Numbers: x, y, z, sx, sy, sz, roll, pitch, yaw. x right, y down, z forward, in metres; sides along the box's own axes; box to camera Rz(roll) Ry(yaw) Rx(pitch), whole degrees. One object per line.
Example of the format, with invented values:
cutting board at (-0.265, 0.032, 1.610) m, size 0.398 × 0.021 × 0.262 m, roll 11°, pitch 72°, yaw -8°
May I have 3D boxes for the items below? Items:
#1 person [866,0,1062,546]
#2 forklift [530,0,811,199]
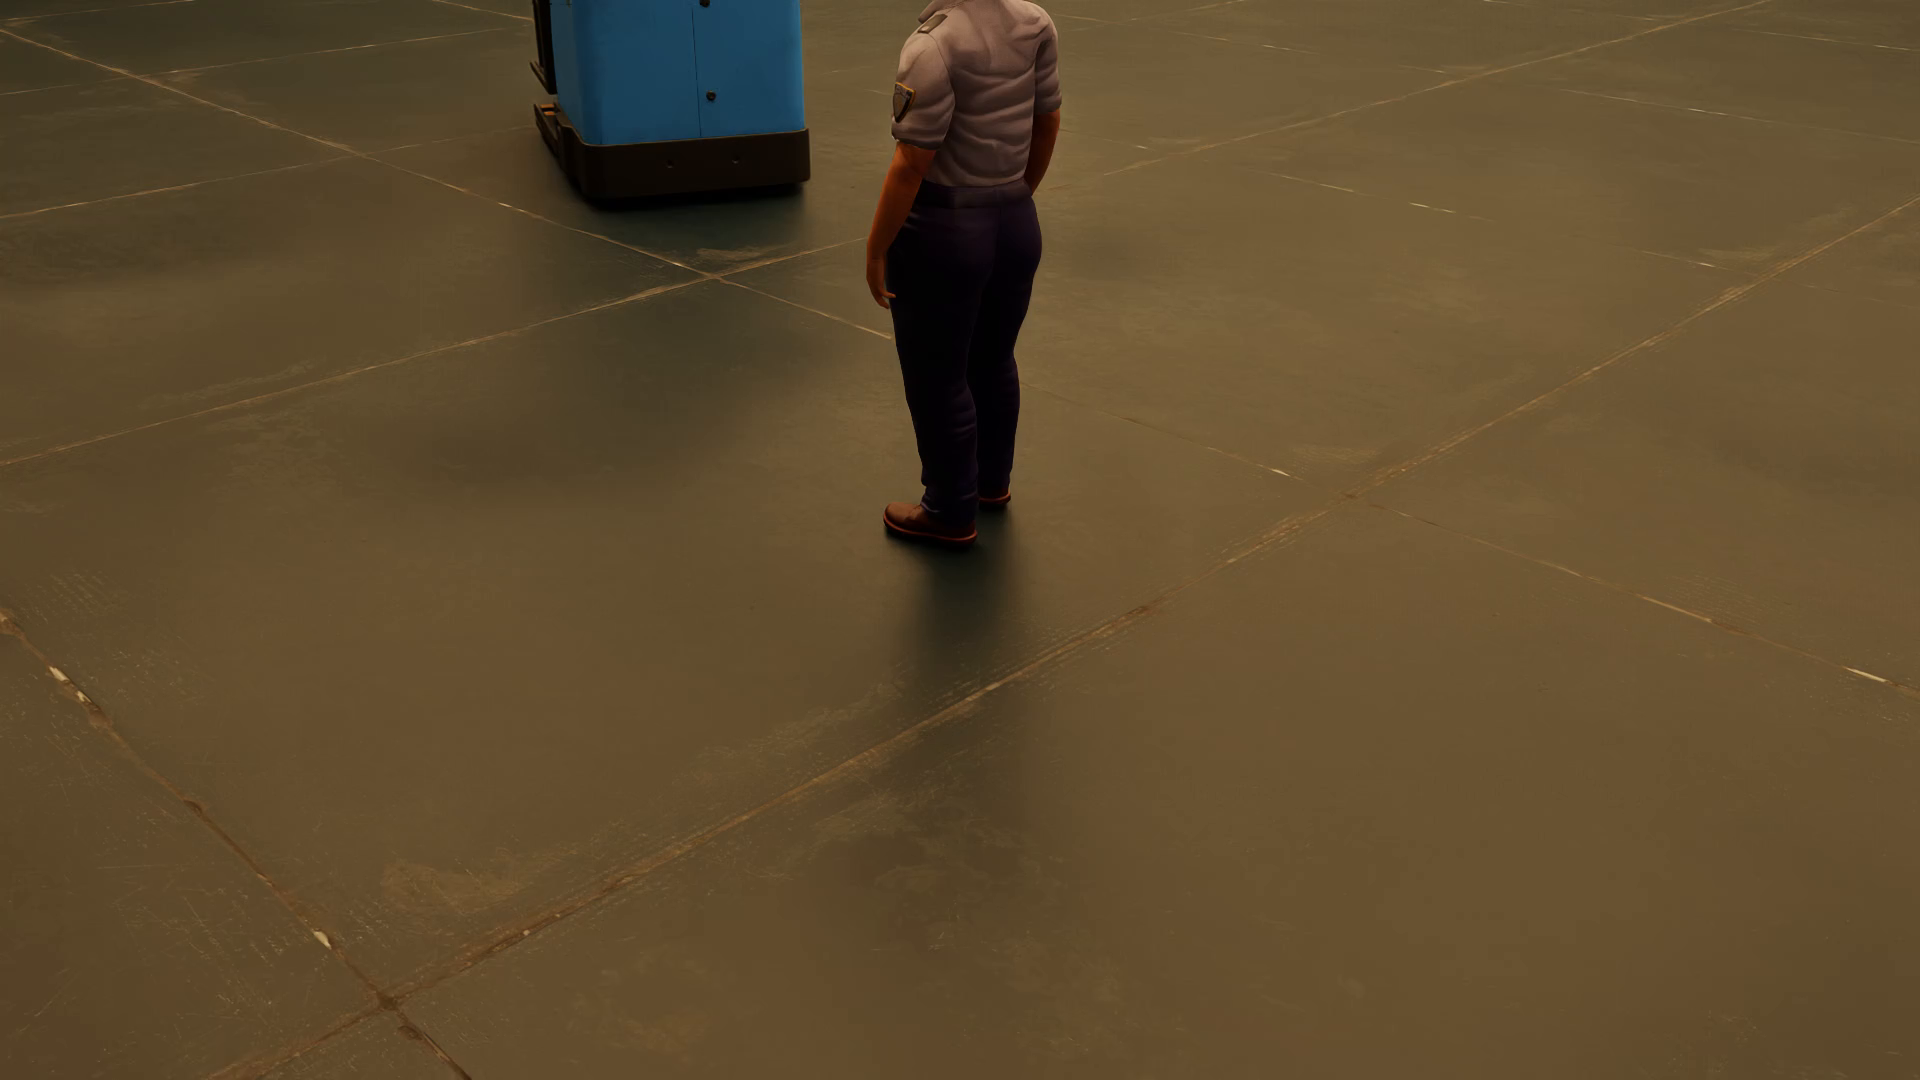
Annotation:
person at (-0.047, -0.774, 4.252) m, size 0.598 × 1.634 × 0.502 m, roll -24°, pitch 35°, yaw -39°
forklift at (-1.672, -3.486, 8.323) m, size 1.130 × 2.935 × 3.031 m, roll -9°, pitch 27°, yaw -17°
